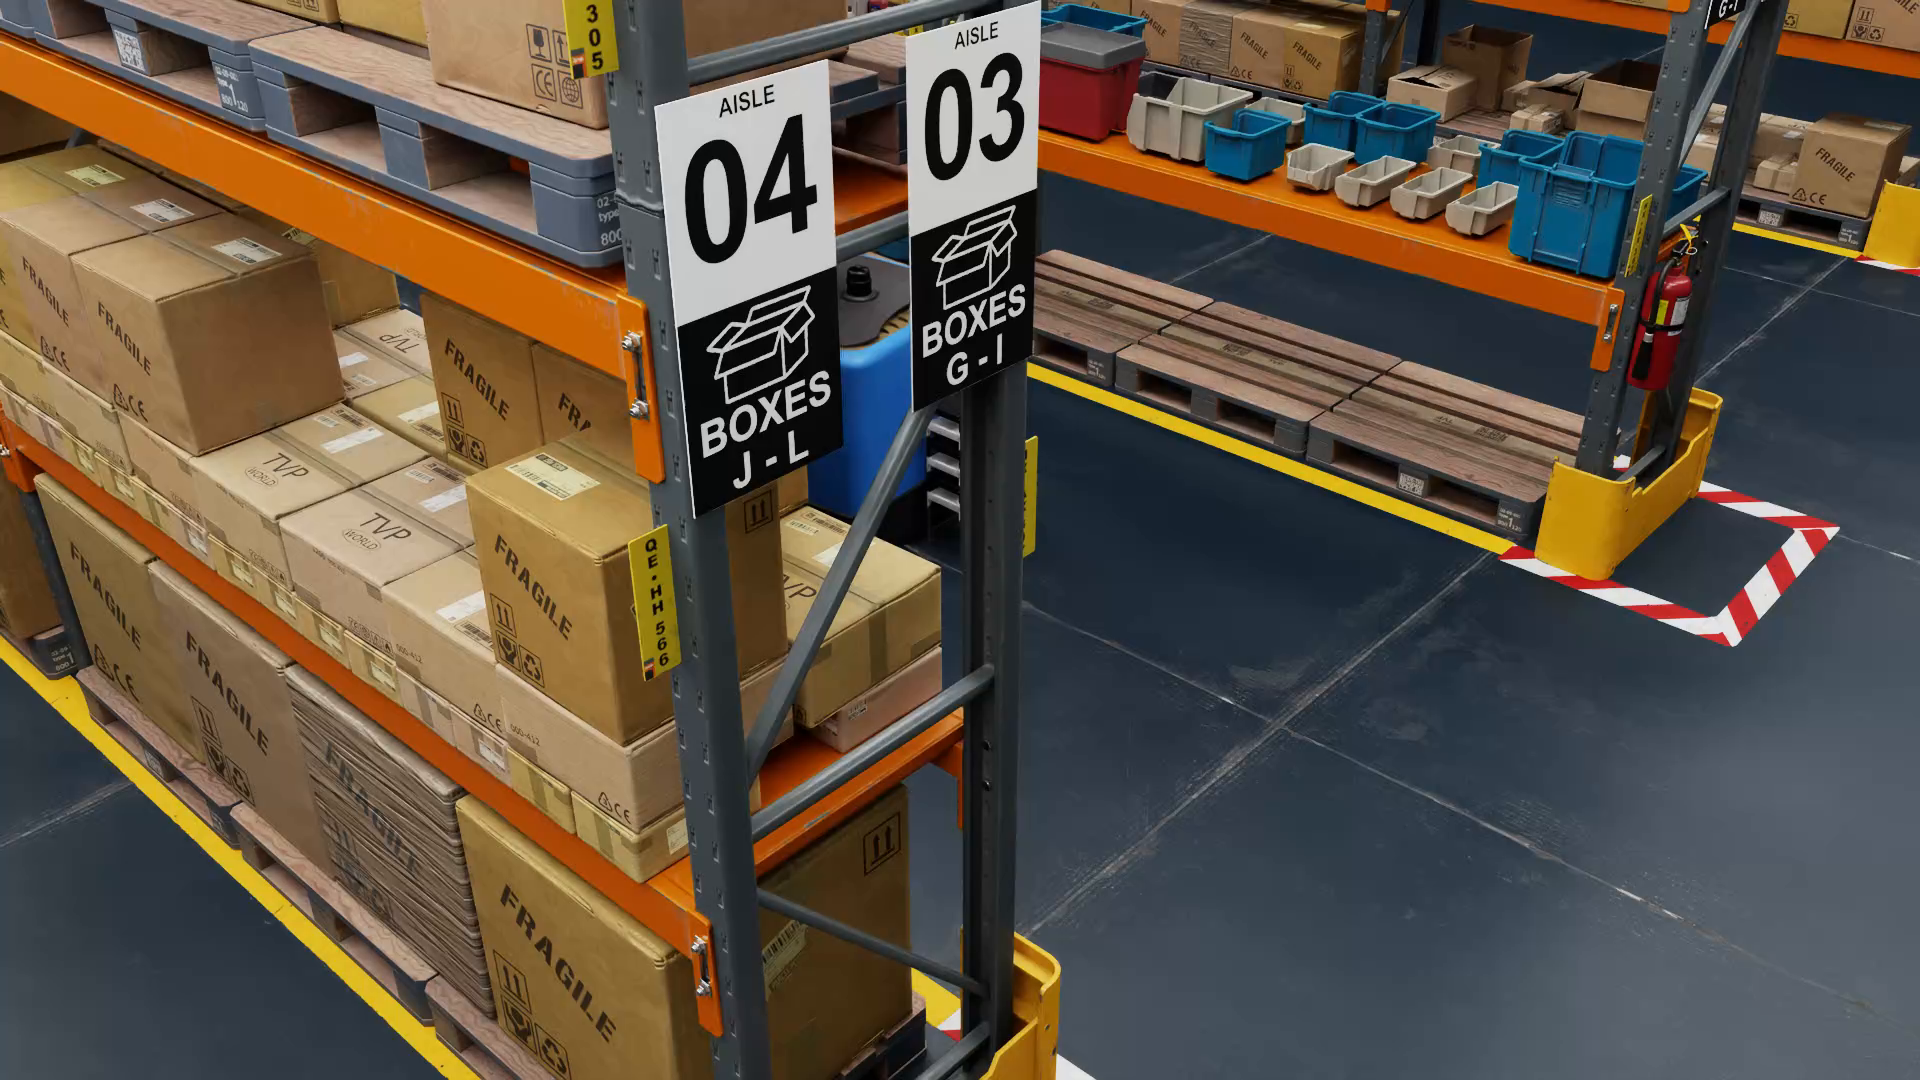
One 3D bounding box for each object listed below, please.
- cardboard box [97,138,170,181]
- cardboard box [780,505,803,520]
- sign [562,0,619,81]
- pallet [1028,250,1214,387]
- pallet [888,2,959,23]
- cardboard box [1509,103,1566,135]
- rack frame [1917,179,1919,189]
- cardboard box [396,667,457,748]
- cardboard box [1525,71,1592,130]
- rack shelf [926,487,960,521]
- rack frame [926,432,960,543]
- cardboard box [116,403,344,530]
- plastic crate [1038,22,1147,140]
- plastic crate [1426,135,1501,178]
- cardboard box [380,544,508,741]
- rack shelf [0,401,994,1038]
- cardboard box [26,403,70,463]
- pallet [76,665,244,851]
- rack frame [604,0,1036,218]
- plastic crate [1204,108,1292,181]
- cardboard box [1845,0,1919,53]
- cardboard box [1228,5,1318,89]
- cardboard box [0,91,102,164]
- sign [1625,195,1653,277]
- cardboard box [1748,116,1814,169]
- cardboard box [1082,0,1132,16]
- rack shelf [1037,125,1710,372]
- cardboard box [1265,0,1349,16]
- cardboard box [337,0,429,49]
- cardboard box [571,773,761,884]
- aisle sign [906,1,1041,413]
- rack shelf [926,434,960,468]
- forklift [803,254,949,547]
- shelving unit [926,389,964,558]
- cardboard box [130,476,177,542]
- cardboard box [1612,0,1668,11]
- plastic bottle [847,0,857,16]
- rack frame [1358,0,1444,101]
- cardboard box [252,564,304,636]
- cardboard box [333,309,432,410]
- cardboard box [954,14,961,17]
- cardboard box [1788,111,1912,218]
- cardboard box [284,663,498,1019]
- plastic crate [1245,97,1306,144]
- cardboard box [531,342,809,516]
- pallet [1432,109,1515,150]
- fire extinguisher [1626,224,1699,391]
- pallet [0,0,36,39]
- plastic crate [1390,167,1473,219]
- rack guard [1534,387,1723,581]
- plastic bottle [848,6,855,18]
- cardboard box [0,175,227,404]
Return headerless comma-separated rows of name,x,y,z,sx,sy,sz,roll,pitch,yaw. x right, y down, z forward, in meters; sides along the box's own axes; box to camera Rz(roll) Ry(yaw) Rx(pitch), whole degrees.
cardboard box,-2.669,-1.191,5.950,0.500,0.500,0.500,26,40,36
cardboard box,-0.788,0.011,4.681,0.500,0.250,0.500,24,39,35
sign,-0.598,-0.907,2.658,0.005,0.325,0.100,25,39,35
pallet,0.706,-1.323,9.744,1.213,0.211,1.003,25,39,35
pallet,-0.089,-5.140,16.084,1.213,0.211,1.003,25,39,35
cardboard box,4.275,-3.102,12.314,0.250,0.166,0.380,25,39,35
rack frame,6.427,-3.266,10.267,0.127,3.000,1.000,25,39,35
cardboard box,-1.273,0.367,4.475,0.250,0.149,0.380,26,40,36
cardboard box,4.630,-3.339,12.568,0.500,0.311,0.500,25,39,35
rack shelf,0.006,-0.200,7.623,0.200,0.077,0.258,25,39,35
rack frame,-0.069,-0.418,7.572,0.006,0.900,0.240,25,39,35
cardboard box,-2.263,-0.313,5.218,0.500,0.250,0.500,26,40,36
plastic crate,0.628,-2.406,8.718,0.583,0.464,0.402,25,39,35
plastic crate,2.453,-1.875,8.153,0.298,0.136,0.250,25,39,35
cardboard box,-1.136,0.215,4.341,0.500,0.250,0.500,24,39,34
rack shelf,-1.706,0.137,5.312,4.000,0.370,1.077,25,39,35
cardboard box,-2.998,-0.436,5.809,0.250,0.149,0.380,24,38,34
pallet,-2.678,0.624,6.509,1.213,0.211,1.003,25,39,35
rack frame,-0.223,-2.050,2.429,0.127,3.000,1.000,25,39,35
plastic crate,1.406,-1.940,8.168,0.300,0.233,0.416,25,39,35
cardboard box,5.912,-3.360,10.326,0.500,0.500,0.500,26,40,36
cardboard box,2.542,-4.004,13.489,0.500,0.500,0.500,25,39,35
cardboard box,-3.668,-1.554,6.354,0.637,0.503,0.797,24,38,34
sign,2.743,-1.227,6.722,0.005,0.325,0.100,25,39,35
cardboard box,5.843,-2.746,11.643,0.500,0.250,0.500,25,39,35
cardboard box,1.402,-4.531,14.365,0.500,0.500,0.500,24,39,34
rack shelf,1.617,-1.757,8.458,4.000,0.370,1.077,25,39,35
cardboard box,2.863,-4.209,13.830,0.500,0.500,0.500,26,39,36
cardboard box,-0.981,-1.430,3.708,0.500,0.500,0.700,23,38,33
cardboard box,-0.708,0.631,4.037,0.250,0.149,0.380,26,40,36
aisle sign,0.031,-0.683,3.455,0.004,0.787,0.394,25,39,35
rack shelf,0.006,-0.431,7.484,0.200,0.077,0.258,25,39,35
forklift,-1.370,-1.728,7.778,3.031,2.935,1.130,20,36,29
shelving unit,0.006,-0.383,7.513,0.210,0.900,0.258,25,39,35
cardboard box,-2.416,-0.166,5.361,0.250,0.149,0.380,24,39,34
cardboard box,4.786,-3.887,11.202,0.500,0.500,0.500,24,39,34
plastic bottle,-0.742,-3.273,10.398,0.135,0.276,0.152,25,39,35
rack frame,3.461,-4.651,12.567,0.127,3.000,1.000,25,39,35
cardboard box,-1.841,0.102,4.916,0.250,0.149,0.380,26,40,36
cardboard box,-1.922,-0.520,5.562,0.500,0.250,0.500,26,40,36
cardboard box,-0.058,-5.126,15.615,0.500,0.250,0.500,26,40,36
cardboard box,5.859,-2.478,10.954,0.500,0.500,0.500,25,39,35
cardboard box,-1.426,0.745,5.257,0.875,0.875,0.875,25,39,35
plastic crate,1.627,-2.183,8.665,0.466,0.136,0.293,25,39,35
cardboard box,-0.769,-0.306,4.480,0.500,0.500,0.500,24,38,34
pallet,3.970,-3.218,12.891,1.213,0.211,1.003,25,39,35
fire extinguisher,2.907,-0.954,6.864,0.183,0.674,0.296,25,39,35
pallet,-2.589,-1.824,5.049,1.213,0.211,1.003,25,39,35
plastic crate,2.169,-1.605,7.705,0.243,0.136,0.396,25,39,35
rack guard,3.127,-0.299,7.762,0.348,0.500,1.175,25,39,35
plastic bottle,-0.670,-2.985,9.847,0.185,0.351,0.144,25,39,35
cardboard box,-2.646,-0.811,5.319,0.500,0.500,0.500,25,39,35
